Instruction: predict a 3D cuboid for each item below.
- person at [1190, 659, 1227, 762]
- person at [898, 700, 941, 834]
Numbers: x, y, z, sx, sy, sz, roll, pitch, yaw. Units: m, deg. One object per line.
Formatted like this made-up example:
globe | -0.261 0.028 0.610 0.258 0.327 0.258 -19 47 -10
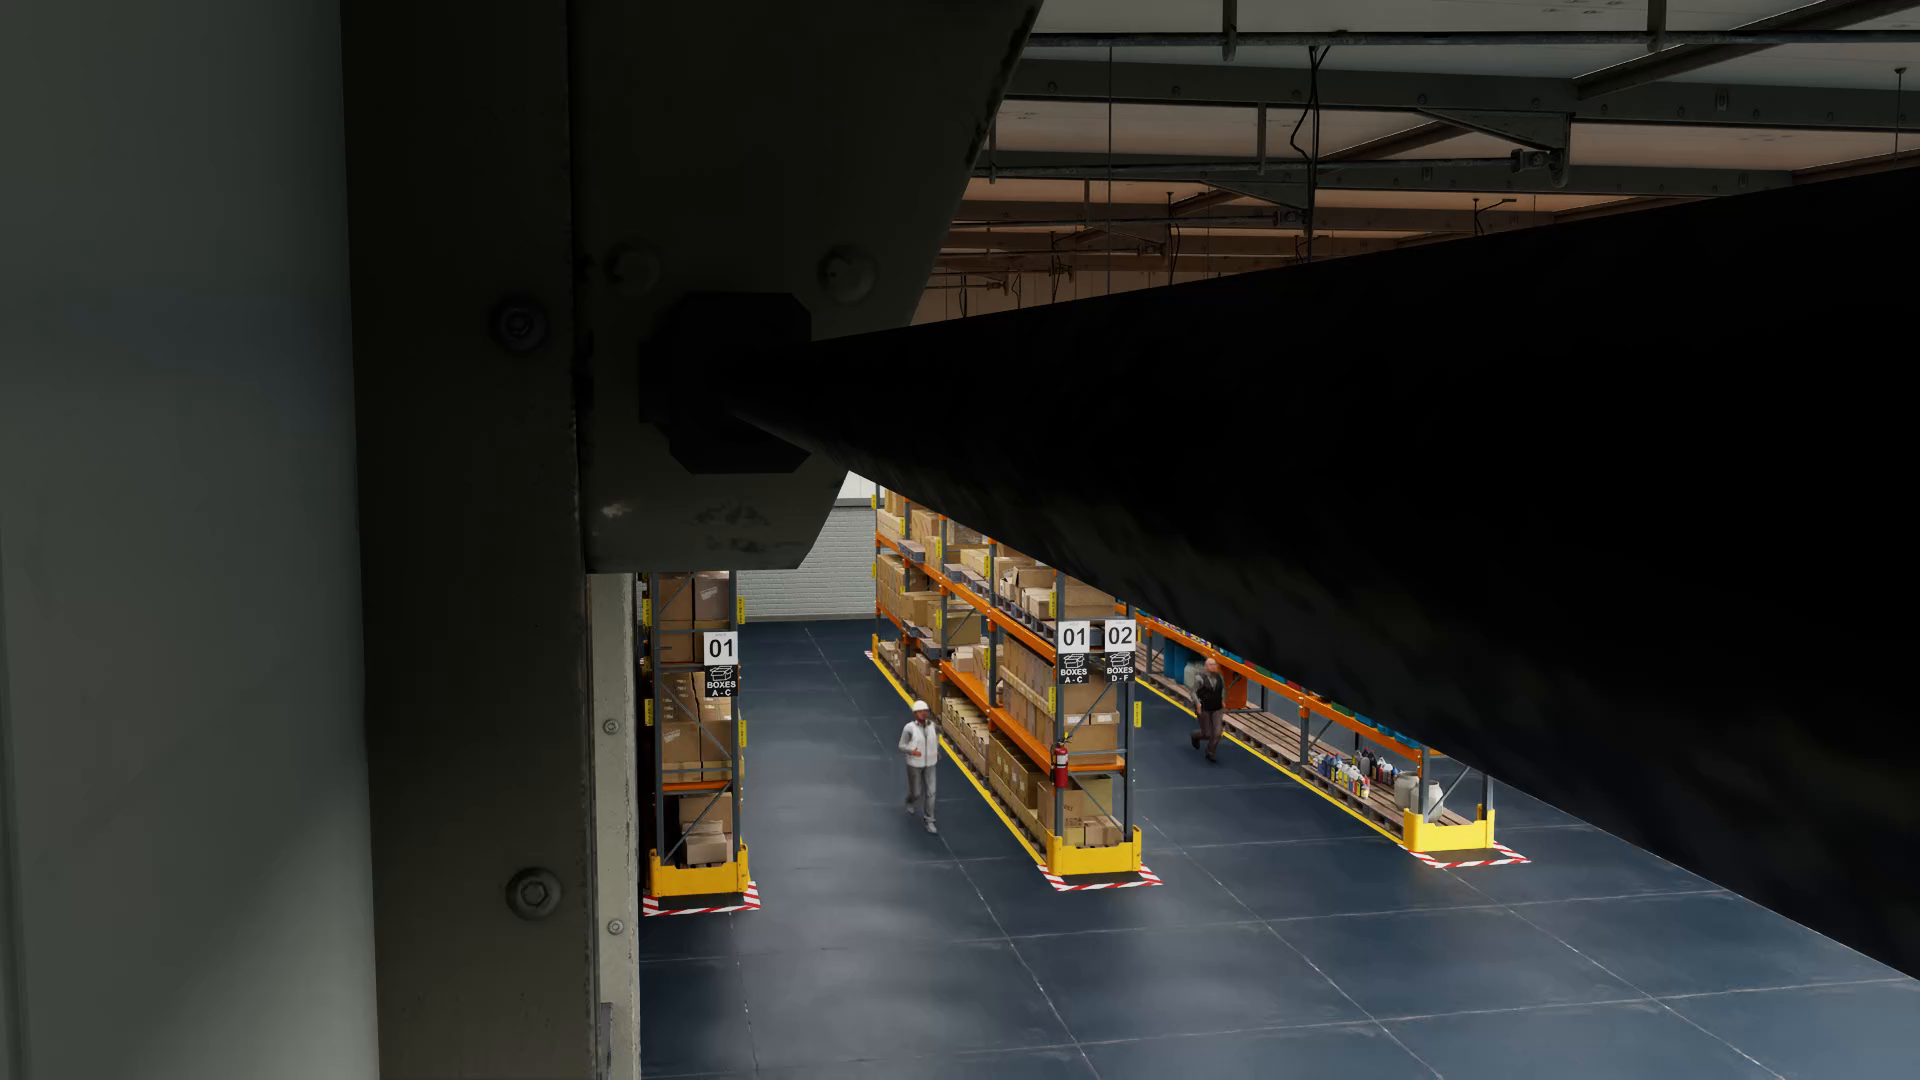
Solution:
person | 4.020 2.736 27.001 0.647 1.675 0.637 -2 6 -17
person | -0.531 3.091 22.964 0.661 1.769 0.936 -2 6 -20
